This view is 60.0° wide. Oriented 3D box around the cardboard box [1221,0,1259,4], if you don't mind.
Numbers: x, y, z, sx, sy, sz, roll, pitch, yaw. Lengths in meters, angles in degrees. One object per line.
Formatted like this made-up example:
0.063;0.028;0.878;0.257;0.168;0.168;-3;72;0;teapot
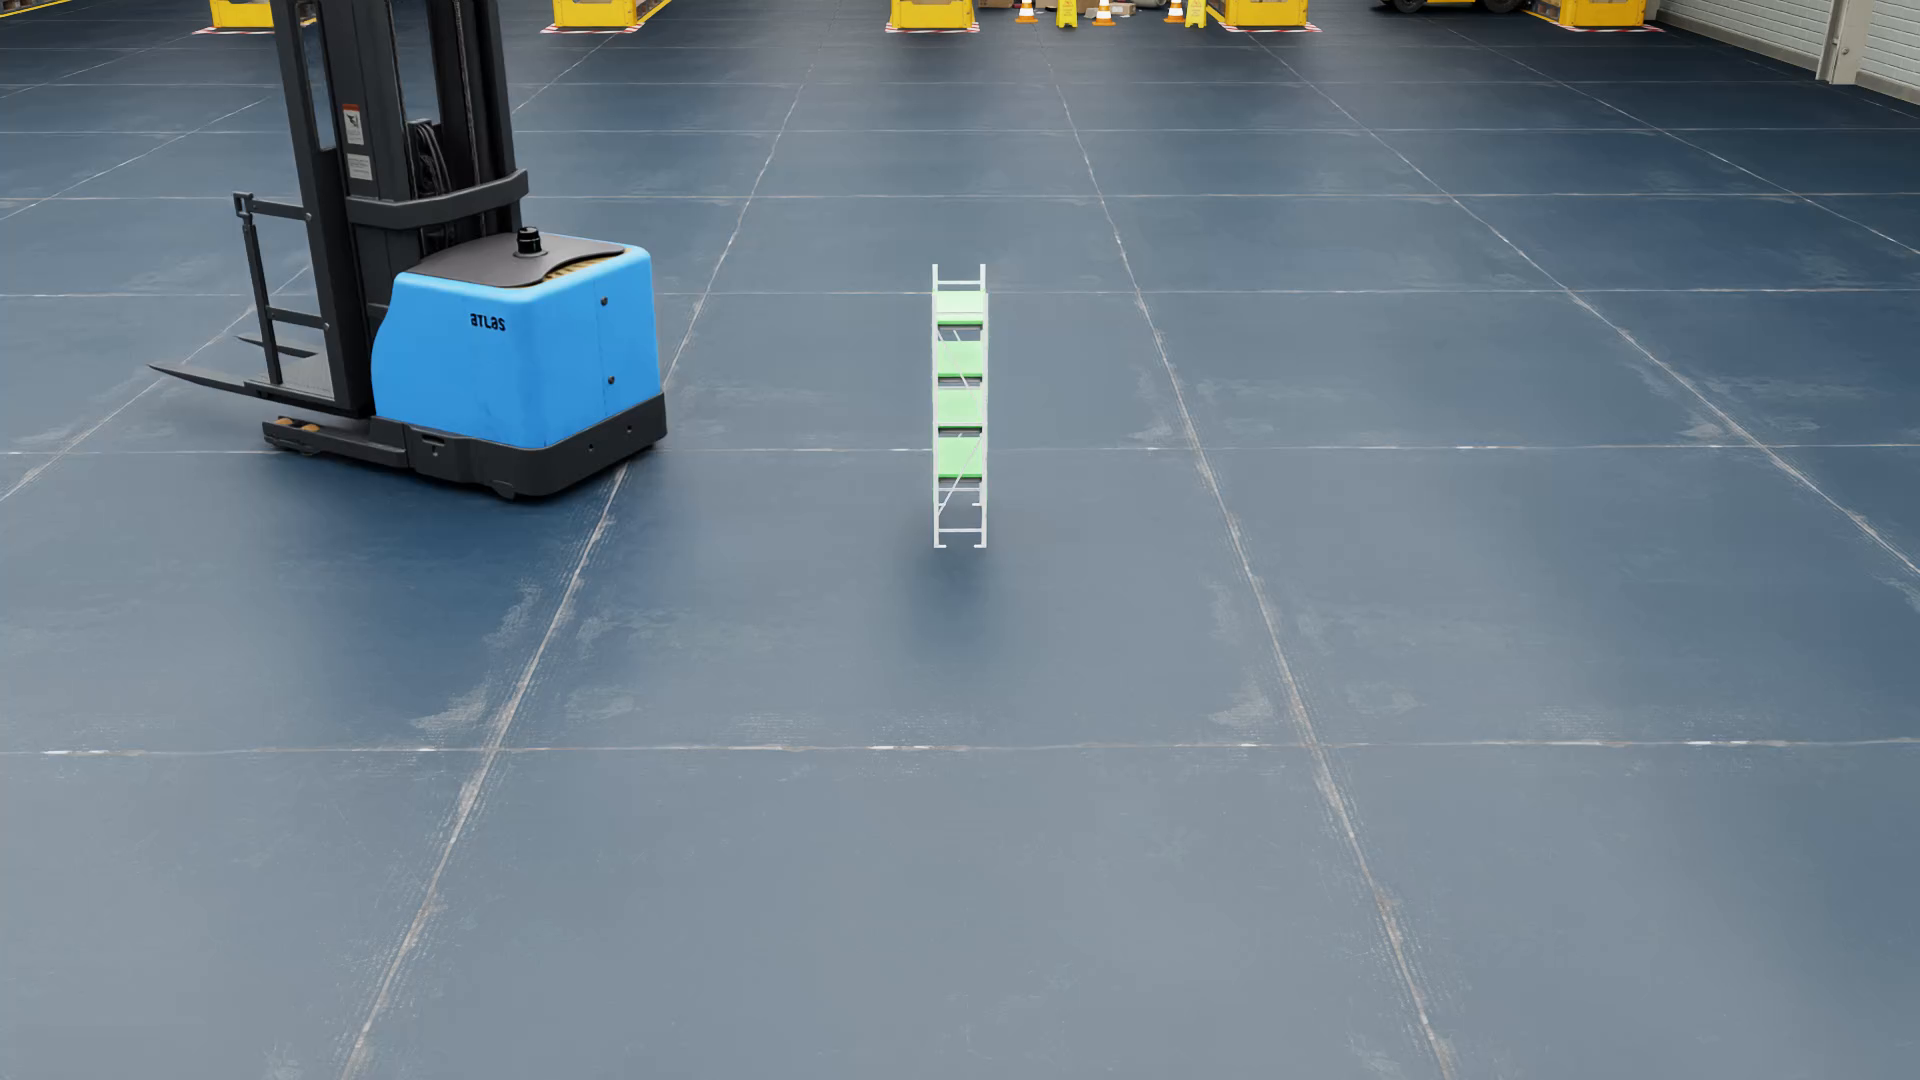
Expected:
4.256;-8.277;25.239;0.500;0.250;0.500;0;24;-1;cardboard box

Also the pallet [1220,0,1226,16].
4.560;-8.093;25.388;1.003;0.211;1.213;0;24;-1;pallet

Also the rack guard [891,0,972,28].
-0.414;-7.784;24.355;1.175;0.500;0.348;0;24;-1;rack guard

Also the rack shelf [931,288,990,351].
-0.002;-0.994;7.482;0.258;0.148;0.480;0;24;-1;rack shelf

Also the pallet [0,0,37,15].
-15.342;-8.456;26.189;1.003;0.211;1.213;0;24;-1;pallet

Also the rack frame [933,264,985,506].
-0.004;-0.715;7.876;0.240;1.200;0.015;0;24;-1;rack frame

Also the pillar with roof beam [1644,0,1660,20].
6.086;-12.026;23.420;9.100;9.000;0.400;0;24;-1;pillar with roof beam

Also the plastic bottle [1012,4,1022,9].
0.984;-8.507;26.486;0.283;0.061;0.133;-9;26;-19;plastic bottle

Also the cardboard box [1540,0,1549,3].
9.180;-8.357;25.414;0.500;0.250;0.500;0;24;-1;cardboard box

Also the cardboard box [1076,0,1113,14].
1.983;-8.572;26.093;0.797;0.503;0.637;-19;31;-36;cardboard box

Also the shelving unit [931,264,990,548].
-0.002;-0.615;7.654;0.258;1.200;0.503;0;24;-1;shelving unit

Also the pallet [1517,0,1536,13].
9.437;-8.567;26.436;1.003;0.211;1.213;0;24;-1;pallet

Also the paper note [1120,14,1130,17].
2.533;-8.025;25.456;0.148;0.019;0.142;-9;26;-19;paper note

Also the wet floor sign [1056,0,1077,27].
1.566;-7.858;24.340;0.267;0.644;0.232;-4;25;-10;wet floor sign

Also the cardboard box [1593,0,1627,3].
9.688;-8.163;24.985;0.500;0.250;0.500;0;24;0;cardboard box

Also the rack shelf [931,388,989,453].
-0.002;-0.557;7.680;0.258;0.148;0.480;0;24;-1;rack shelf

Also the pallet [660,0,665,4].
-5.376;-9.054;27.512;1.003;0.211;1.213;0;24;-1;pallet

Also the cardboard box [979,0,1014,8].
0.585;-8.809;26.617;0.500;0.500;0.500;4;25;9;cardboard box

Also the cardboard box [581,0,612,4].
-5.365;-8.262;24.902;0.500;0.500;0.500;4;25;9;cardboard box

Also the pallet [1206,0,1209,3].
4.533;-9.098;27.611;1.003;0.211;1.213;0;24;-1;pallet

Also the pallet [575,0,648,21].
-5.350;-8.048;25.289;1.003;0.211;1.213;0;24;-1;pallet

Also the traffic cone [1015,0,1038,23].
1.000;-8.003;24.883;0.336;0.463;0.334;0;24;-1;traffic cone

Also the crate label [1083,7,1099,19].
2.063;-8.043;25.367;0.250;0.136;0.298;-14;28;-28;crate label

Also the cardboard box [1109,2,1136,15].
2.500;-8.229;25.764;0.380;0.149;0.250;13;27;27;cardboard box

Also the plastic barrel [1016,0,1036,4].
1.088;-8.947;27.019;0.512;0.421;0.421;19;30;35;plastic barrel

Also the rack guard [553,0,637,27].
-5.376;-7.845;24.489;1.175;0.500;0.348;0;24;-1;rack guard

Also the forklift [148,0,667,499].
-3.098;-1.951;8.506;3.031;2.935;1.130;12;27;25;forklift

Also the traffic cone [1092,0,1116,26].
2.133;-7.868;24.584;0.336;0.463;0.334;0;24;-1;traffic cone
